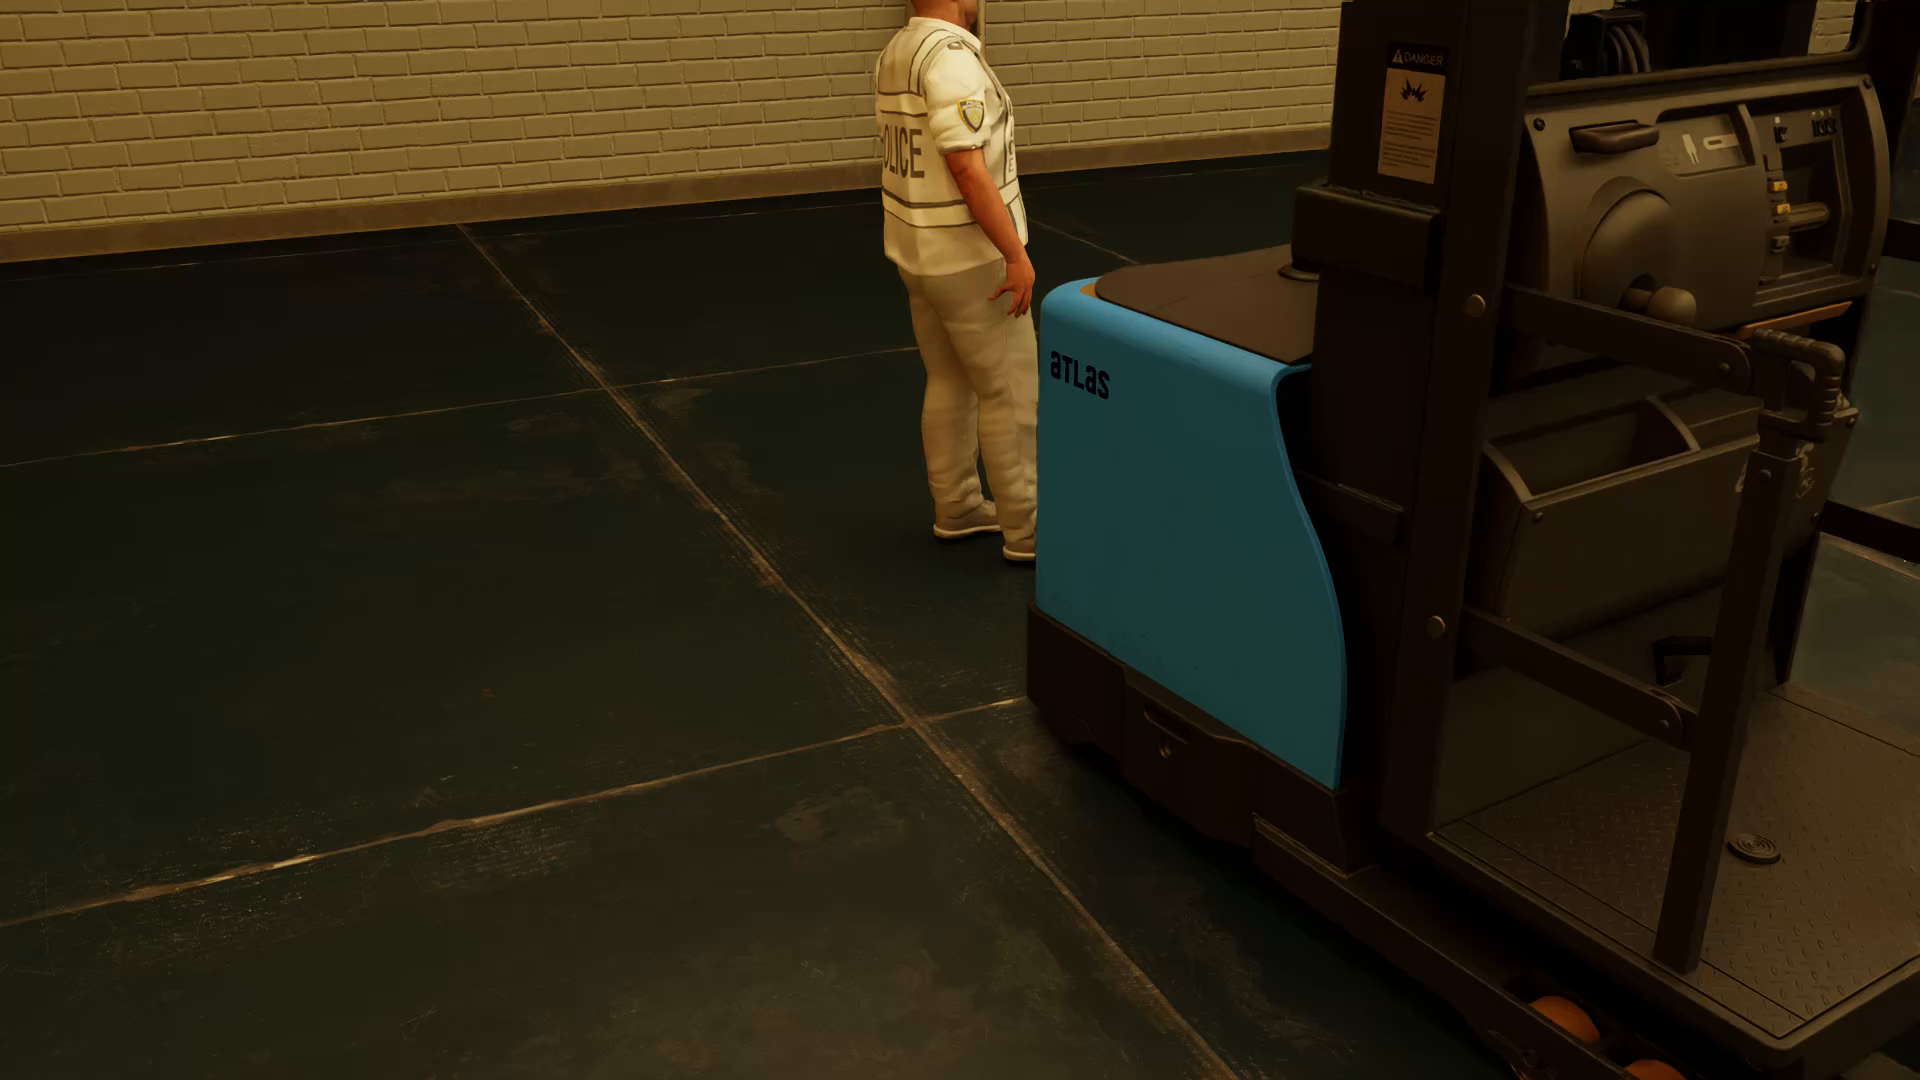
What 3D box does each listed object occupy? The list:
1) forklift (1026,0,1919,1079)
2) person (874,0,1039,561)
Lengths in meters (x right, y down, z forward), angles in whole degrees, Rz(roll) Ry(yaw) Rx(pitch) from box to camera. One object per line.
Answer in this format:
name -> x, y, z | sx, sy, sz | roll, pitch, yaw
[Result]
forklift -> 1.382, -0.551, 2.612 | 1.130, 2.935, 3.031 | -14, 26, -30
person -> 0.076, -0.839, 4.783 | 0.574, 1.781, 0.641 | -10, 25, -23
